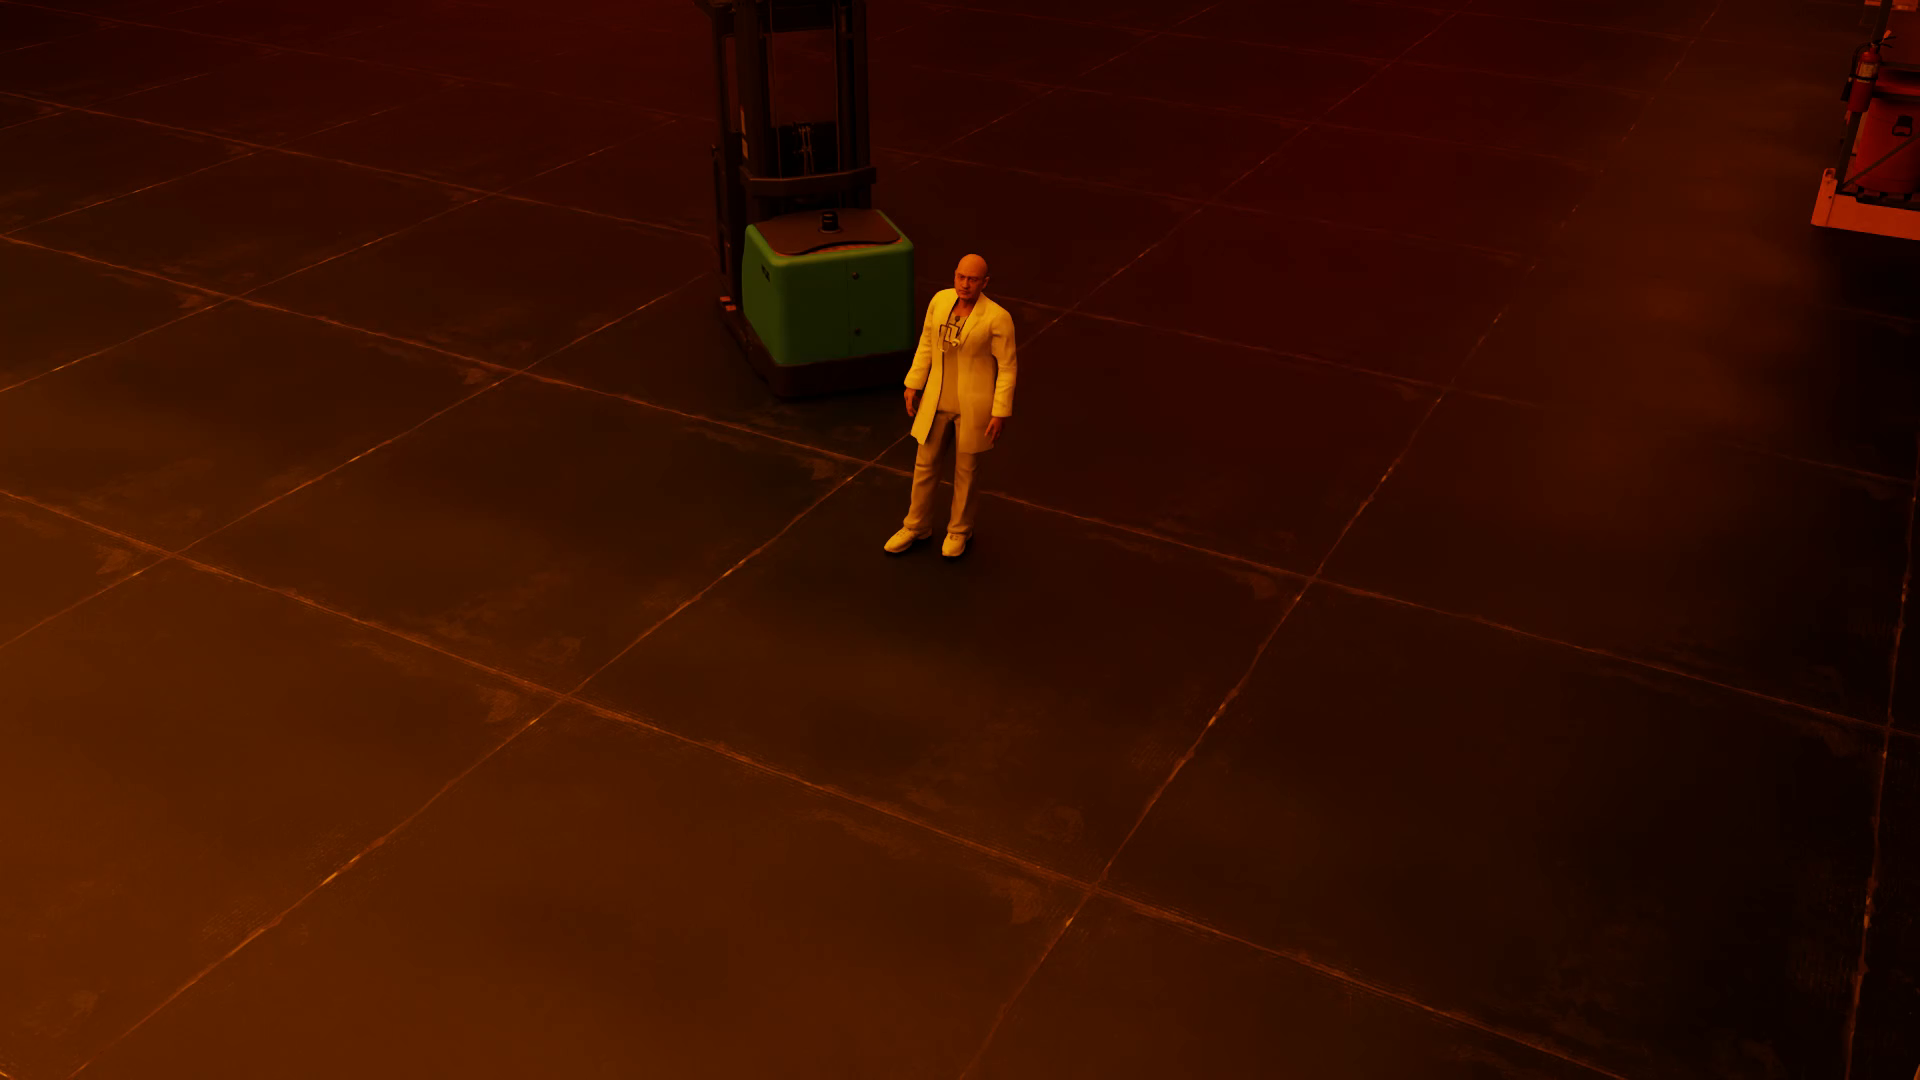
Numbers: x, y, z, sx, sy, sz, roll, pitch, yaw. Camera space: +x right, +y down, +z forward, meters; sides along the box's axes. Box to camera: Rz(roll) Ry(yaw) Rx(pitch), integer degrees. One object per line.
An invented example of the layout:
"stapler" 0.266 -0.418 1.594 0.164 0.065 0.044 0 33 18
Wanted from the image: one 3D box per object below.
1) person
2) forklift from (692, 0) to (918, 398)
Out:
"person" -0.048 -0.732 9.492 0.696 1.763 0.581 15 33 25
"forklift" -1.273 -2.980 12.234 1.130 2.935 3.031 -10 32 -17
